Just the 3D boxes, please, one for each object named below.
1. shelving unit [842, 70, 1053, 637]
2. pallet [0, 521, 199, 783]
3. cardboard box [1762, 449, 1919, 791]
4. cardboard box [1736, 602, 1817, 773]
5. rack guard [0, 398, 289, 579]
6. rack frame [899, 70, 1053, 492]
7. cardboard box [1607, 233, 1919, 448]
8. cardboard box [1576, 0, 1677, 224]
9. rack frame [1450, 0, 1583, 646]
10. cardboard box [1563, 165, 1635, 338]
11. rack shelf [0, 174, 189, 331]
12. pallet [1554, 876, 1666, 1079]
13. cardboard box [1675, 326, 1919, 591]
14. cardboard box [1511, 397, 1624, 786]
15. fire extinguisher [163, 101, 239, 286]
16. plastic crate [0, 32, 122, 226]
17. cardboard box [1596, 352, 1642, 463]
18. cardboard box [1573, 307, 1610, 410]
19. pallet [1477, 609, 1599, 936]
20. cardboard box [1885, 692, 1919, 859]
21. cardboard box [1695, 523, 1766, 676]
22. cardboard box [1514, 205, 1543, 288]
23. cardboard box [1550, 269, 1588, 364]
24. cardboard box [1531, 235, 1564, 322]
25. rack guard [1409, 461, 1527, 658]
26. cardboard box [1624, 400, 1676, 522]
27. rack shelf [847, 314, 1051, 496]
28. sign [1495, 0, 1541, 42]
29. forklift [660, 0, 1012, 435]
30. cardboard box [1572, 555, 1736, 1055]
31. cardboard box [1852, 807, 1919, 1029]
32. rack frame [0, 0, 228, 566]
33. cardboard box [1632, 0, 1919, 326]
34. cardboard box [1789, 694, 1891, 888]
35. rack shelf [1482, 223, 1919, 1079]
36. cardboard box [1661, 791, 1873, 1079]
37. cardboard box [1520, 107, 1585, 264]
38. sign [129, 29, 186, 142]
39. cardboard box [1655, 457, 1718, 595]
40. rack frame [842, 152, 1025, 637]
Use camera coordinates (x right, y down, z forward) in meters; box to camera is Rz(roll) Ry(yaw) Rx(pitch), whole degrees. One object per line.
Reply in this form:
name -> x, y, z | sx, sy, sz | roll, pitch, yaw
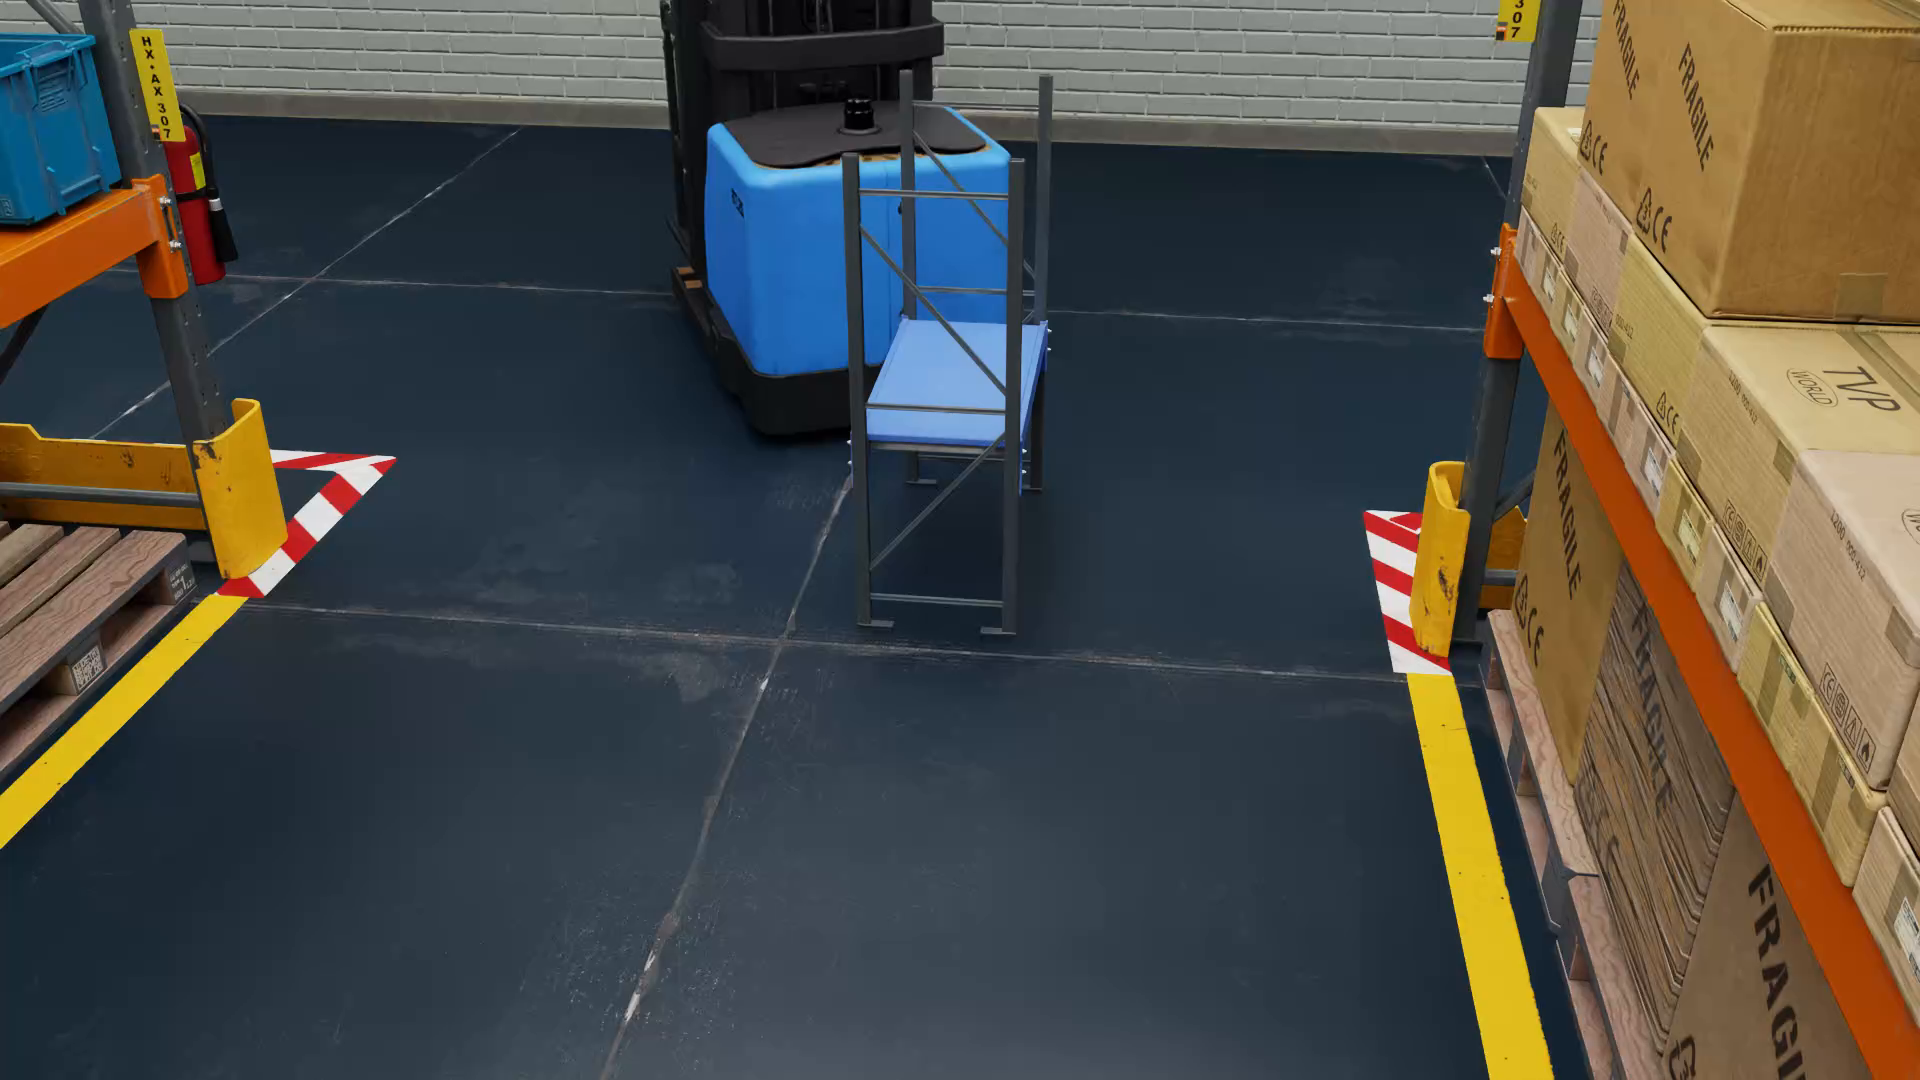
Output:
shelving unit -> -0.010, -0.620, 5.320 | 0.538, 1.500, 1.048 | 3, 28, 6
pallet -> -3.050, 0.324, 4.926 | 1.003, 0.211, 1.213 | 3, 28, 6
cardboard box -> 1.432, 0.109, 2.229 | 0.500, 0.250, 0.500 | 4, 29, 7
cardboard box -> 1.384, 0.224, 2.436 | 0.380, 0.149, 0.250 | 3, 28, 5
rack guard -> -2.920, -0.201, 5.596 | 1.175, 0.500, 0.348 | 3, 28, 6
rack frame -> 0.052, -0.859, 5.764 | 0.500, 1.500, 0.032 | 3, 28, 6
cardboard box -> 1.556, -0.375, 3.128 | 0.500, 0.250, 0.500 | 2, 28, 4
cardboard box -> 1.617, -0.951, 3.407 | 0.500, 0.500, 0.500 | 3, 28, 5
rack frame -> 2.005, -1.002, 4.447 | 1.000, 3.000, 0.127 | 3, 28, 6
cardboard box -> 1.621, -0.611, 3.567 | 0.500, 0.250, 0.500 | 3, 28, 6
rack shelf -> -3.155, -0.031, 3.404 | 1.077, 0.370, 4.000 | 3, 28, 6
pallet -> 1.833, 1.180, 3.338 | 1.003, 0.211, 1.213 | 3, 28, 6
cardboard box -> 1.497, -0.129, 2.671 | 0.500, 0.250, 0.500 | 3, 28, 5
cardboard box -> 2.006, 0.055, 4.283 | 0.875, 0.875, 0.875 | 3, 28, 6
fire extinguisher -> -2.441, -1.136, 5.171 | 0.296, 0.674, 0.183 | 3, 28, 6
plastic crate -> -2.766, -1.163, 4.646 | 0.616, 0.435, 0.499 | 3, 28, 6
cardboard box -> 1.510, -0.259, 3.334 | 0.380, 0.149, 0.250 | 3, 28, 5
cardboard box -> 1.542, -0.379, 3.556 | 0.380, 0.149, 0.250 | 3, 28, 5
pallet -> 1.985, 0.607, 4.401 | 1.003, 0.211, 1.213 | 3, 28, 6
cardboard box -> 1.370, 0.349, 1.783 | 0.500, 0.250, 0.500 | 4, 29, 8
cardboard box -> 1.417, 0.105, 2.658 | 0.380, 0.149, 0.250 | 4, 29, 7
cardboard box -> 1.634, -0.743, 4.232 | 0.380, 0.149, 0.250 | 4, 29, 7
cardboard box -> 1.573, -0.502, 3.784 | 0.380, 0.149, 0.250 | 3, 28, 5
cardboard box -> 1.604, -0.622, 4.007 | 0.380, 0.149, 0.250 | 3, 28, 5
rack guard -> 2.008, 0.087, 5.061 | 1.175, 0.500, 0.348 | 3, 28, 6
cardboard box -> 1.479, -0.138, 3.108 | 0.380, 0.149, 0.250 | 3, 28, 6
rack shelf -> -0.010, -0.462, 5.405 | 0.538, 0.185, 1.000 | 3, 28, 6
sign -> 1.455, -1.453, 4.288 | 0.100, 0.325, 0.005 | 3, 28, 6
forklift -> -0.727, -2.374, 7.066 | 1.130, 2.935, 3.031 | -9, 30, -16
cardboard box -> 1.895, 0.483, 3.488 | 0.875, 0.875, 0.875 | 3, 28, 6
cardboard box -> 1.322, 0.466, 1.987 | 0.380, 0.149, 0.250 | 4, 29, 7
rack frame -> -2.910, -1.290, 4.981 | 1.000, 3.000, 0.127 | 3, 28, 6
cardboard box -> 1.560, -0.707, 2.953 | 0.500, 0.500, 0.500 | 3, 28, 5
cardboard box -> 1.353, 0.345, 2.212 | 0.380, 0.149, 0.250 | 4, 29, 7
rack shelf -> 1.760, 0.256, 2.870 | 1.077, 0.370, 4.000 | 3, 28, 6
cardboard box -> 1.786, 0.902, 2.710 | 0.875, 0.875, 0.875 | 3, 28, 6
cardboard box -> 1.678, -0.856, 4.021 | 0.500, 0.250, 0.500 | 3, 28, 5
sign -> -2.362, -1.337, 4.897 | 0.100, 0.325, 0.005 | 3, 28, 6
cardboard box -> 1.447, -0.019, 2.888 | 0.380, 0.149, 0.250 | 3, 28, 5
rack frame -> -0.073, -0.381, 4.876 | 0.500, 1.500, 0.032 | 3, 28, 6
